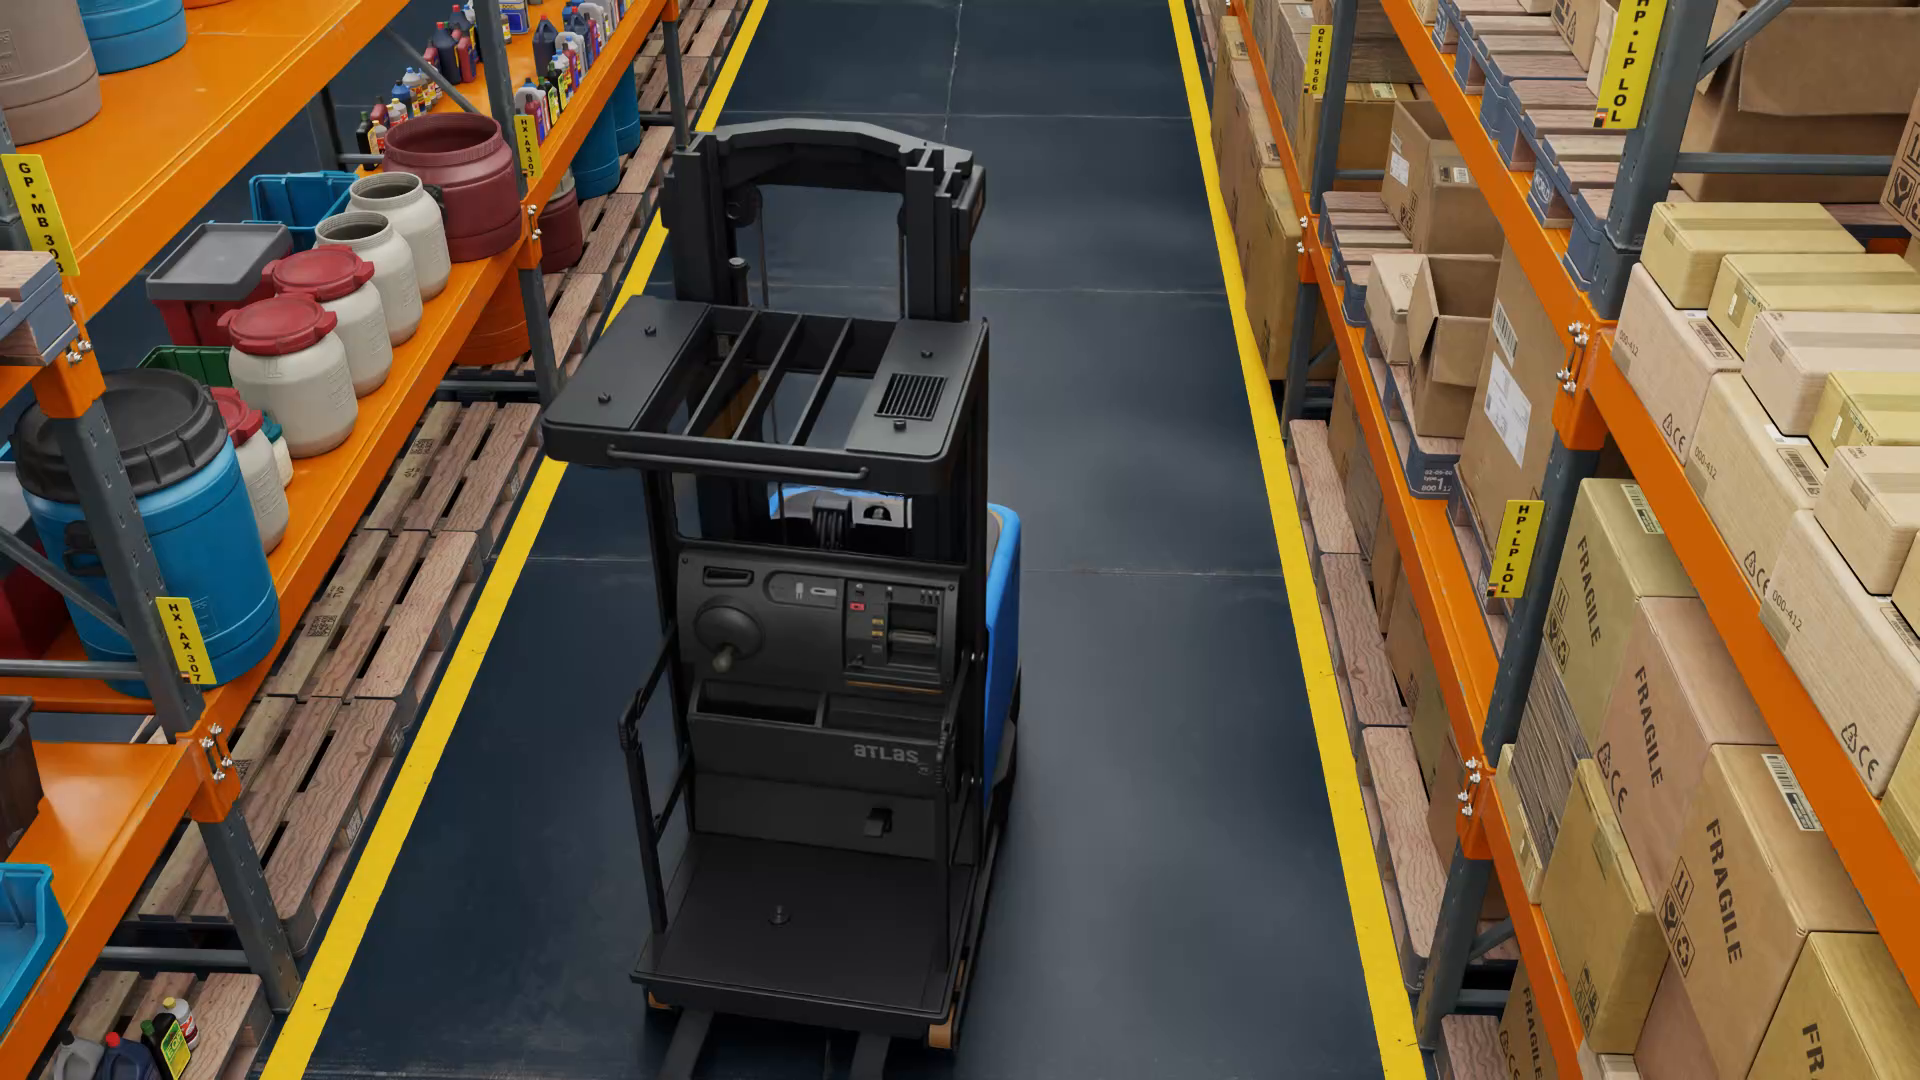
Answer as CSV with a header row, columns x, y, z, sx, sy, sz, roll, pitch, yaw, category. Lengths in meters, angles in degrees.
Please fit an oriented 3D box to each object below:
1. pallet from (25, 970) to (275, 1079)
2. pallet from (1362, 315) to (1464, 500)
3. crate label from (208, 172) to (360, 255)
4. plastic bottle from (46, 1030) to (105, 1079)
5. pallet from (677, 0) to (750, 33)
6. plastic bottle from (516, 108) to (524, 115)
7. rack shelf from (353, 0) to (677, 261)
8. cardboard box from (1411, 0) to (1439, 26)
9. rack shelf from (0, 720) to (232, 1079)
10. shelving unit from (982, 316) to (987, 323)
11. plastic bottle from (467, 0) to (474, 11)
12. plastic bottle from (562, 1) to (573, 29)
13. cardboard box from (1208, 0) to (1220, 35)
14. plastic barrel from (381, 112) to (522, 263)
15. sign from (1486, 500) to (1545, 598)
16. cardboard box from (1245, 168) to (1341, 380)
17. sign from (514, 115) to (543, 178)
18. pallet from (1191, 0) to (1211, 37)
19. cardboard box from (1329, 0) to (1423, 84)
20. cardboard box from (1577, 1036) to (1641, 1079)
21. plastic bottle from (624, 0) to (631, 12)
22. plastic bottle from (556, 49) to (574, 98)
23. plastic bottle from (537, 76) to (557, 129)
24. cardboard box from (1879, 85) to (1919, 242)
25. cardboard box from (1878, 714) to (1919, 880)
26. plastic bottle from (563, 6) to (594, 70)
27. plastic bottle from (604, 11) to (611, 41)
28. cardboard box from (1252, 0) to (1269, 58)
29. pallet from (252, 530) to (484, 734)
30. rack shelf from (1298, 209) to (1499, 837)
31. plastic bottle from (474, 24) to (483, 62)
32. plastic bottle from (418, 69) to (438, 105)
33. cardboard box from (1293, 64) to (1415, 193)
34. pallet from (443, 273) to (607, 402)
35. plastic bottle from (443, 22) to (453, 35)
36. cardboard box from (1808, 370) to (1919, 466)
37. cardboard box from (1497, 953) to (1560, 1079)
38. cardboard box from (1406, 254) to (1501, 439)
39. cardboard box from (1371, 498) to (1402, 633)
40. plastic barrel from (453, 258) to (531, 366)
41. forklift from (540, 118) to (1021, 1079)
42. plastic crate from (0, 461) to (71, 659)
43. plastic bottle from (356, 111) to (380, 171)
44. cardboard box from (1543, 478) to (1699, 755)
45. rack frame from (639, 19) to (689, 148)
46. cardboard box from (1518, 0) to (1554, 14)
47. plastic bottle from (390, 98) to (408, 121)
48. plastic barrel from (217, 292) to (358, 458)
x,y,z,sx,sy,sz,roll,pitch,yaw,category
-2.930,1.923,5.330,1.003,0.211,1.213,1,35,2,pallet
2.210,-0.570,6.619,1.003,0.211,1.213,1,35,2,pallet
-3.011,-1.351,7.532,0.502,0.435,0.616,1,35,2,crate label
-2.743,1.674,5.180,0.144,0.351,0.185,1,35,2,plastic bottle
-2.451,-4.883,15.015,1.003,0.211,1.213,1,35,2,pallet
-2.328,-2.155,8.820,0.097,0.271,0.097,0,35,0,plastic bottle
-2.620,-2.755,10.188,1.077,0.370,4.000,1,35,2,rack shelf
1.943,-2.098,6.148,0.500,0.250,0.500,2,35,3,cardboard box
-2.942,1.841,3.648,1.077,0.370,4.000,1,35,2,rack shelf
-0.001,-0.483,7.893,0.258,1.200,0.189,1,35,2,shelving unit
-2.986,-3.226,10.339,0.152,0.276,0.135,1,35,2,plastic bottle
-2.408,-3.194,10.298,0.097,0.271,0.097,0,35,0,plastic bottle
2.587,-4.793,13.943,0.875,0.875,0.875,1,35,2,cardboard box
-2.416,-1.683,7.917,0.600,0.536,0.708,1,35,2,plastic barrel
1.533,0.027,4.595,0.100,0.325,0.005,1,35,2,sign
2.297,-1.485,9.237,1.225,0.875,0.875,0,35,0,cardboard box
-2.151,-1.959,8.287,0.100,0.325,0.005,1,35,2,sign
2.616,-4.781,14.869,1.003,0.211,1.213,1,35,2,pallet
2.294,-2.657,8.463,0.797,0.503,0.637,2,35,3,cardboard box
1.722,1.305,4.003,0.380,0.149,0.250,1,35,2,cardboard box
-2.250,-3.643,10.868,0.144,0.351,0.185,1,35,2,plastic bottle
-2.291,-2.686,9.575,0.097,0.271,0.097,0,35,0,plastic bottle
-2.291,-2.436,9.209,0.061,0.283,0.133,1,35,2,plastic bottle
2.325,-0.818,3.416,0.500,0.500,0.500,0,35,0,cardboard box
1.754,0.491,2.464,0.500,0.250,0.500,1,35,1,cardboard box
-2.294,-3.010,9.967,0.144,0.351,0.185,1,35,2,plastic bottle
-2.250,-3.240,10.424,0.097,0.201,0.097,0,35,0,plastic bottle
2.101,-3.291,10.236,0.500,0.500,0.500,1,35,1,cardboard box
-2.822,0.383,7.521,1.003,0.211,1.213,1,35,2,pallet
2.168,-0.343,6.755,1.077,0.370,4.000,1,35,2,rack shelf
-2.881,-3.043,10.083,0.097,0.271,0.097,0,35,0,plastic bottle
-3.055,-2.596,9.508,0.097,0.201,0.097,0,35,0,plastic bottle
2.021,-2.117,8.566,0.500,0.500,0.500,2,35,3,cardboard box
-2.710,-1.214,9.794,1.003,0.211,1.213,1,35,2,pallet
-3.052,-2.935,9.919,0.061,0.283,0.133,1,35,2,plastic bottle
1.825,-0.185,3.080,0.380,0.149,0.250,2,35,3,cardboard box
2.032,1.592,5.185,0.500,0.500,0.500,0,35,0,cardboard box
2.065,-0.700,6.183,0.797,0.503,0.637,5,35,7,cardboard box
2.216,0.087,7.309,0.700,0.500,0.500,4,35,6,cardboard box
-2.698,-1.466,9.250,0.600,0.830,0.708,1,35,2,plastic barrel
-0.499,0.330,5.231,1.130,2.935,3.031,6,35,8,forklift
-3.147,0.086,5.463,0.402,0.464,0.583,1,35,2,plastic crate
-3.111,-2.095,8.724,0.061,0.283,0.133,1,35,2,plastic bottle
1.816,0.193,4.152,0.500,0.500,0.500,1,35,2,cardboard box
-2.540,-4.199,11.616,1.000,3.000,0.127,1,35,2,rack frame
2.063,-1.871,5.533,0.380,0.166,0.250,0,35,1,cardboard box
-3.074,-2.316,9.110,0.097,0.201,0.097,0,35,0,plastic bottle
-2.574,-0.624,6.411,0.433,0.535,0.433,0,35,0,plastic barrel
